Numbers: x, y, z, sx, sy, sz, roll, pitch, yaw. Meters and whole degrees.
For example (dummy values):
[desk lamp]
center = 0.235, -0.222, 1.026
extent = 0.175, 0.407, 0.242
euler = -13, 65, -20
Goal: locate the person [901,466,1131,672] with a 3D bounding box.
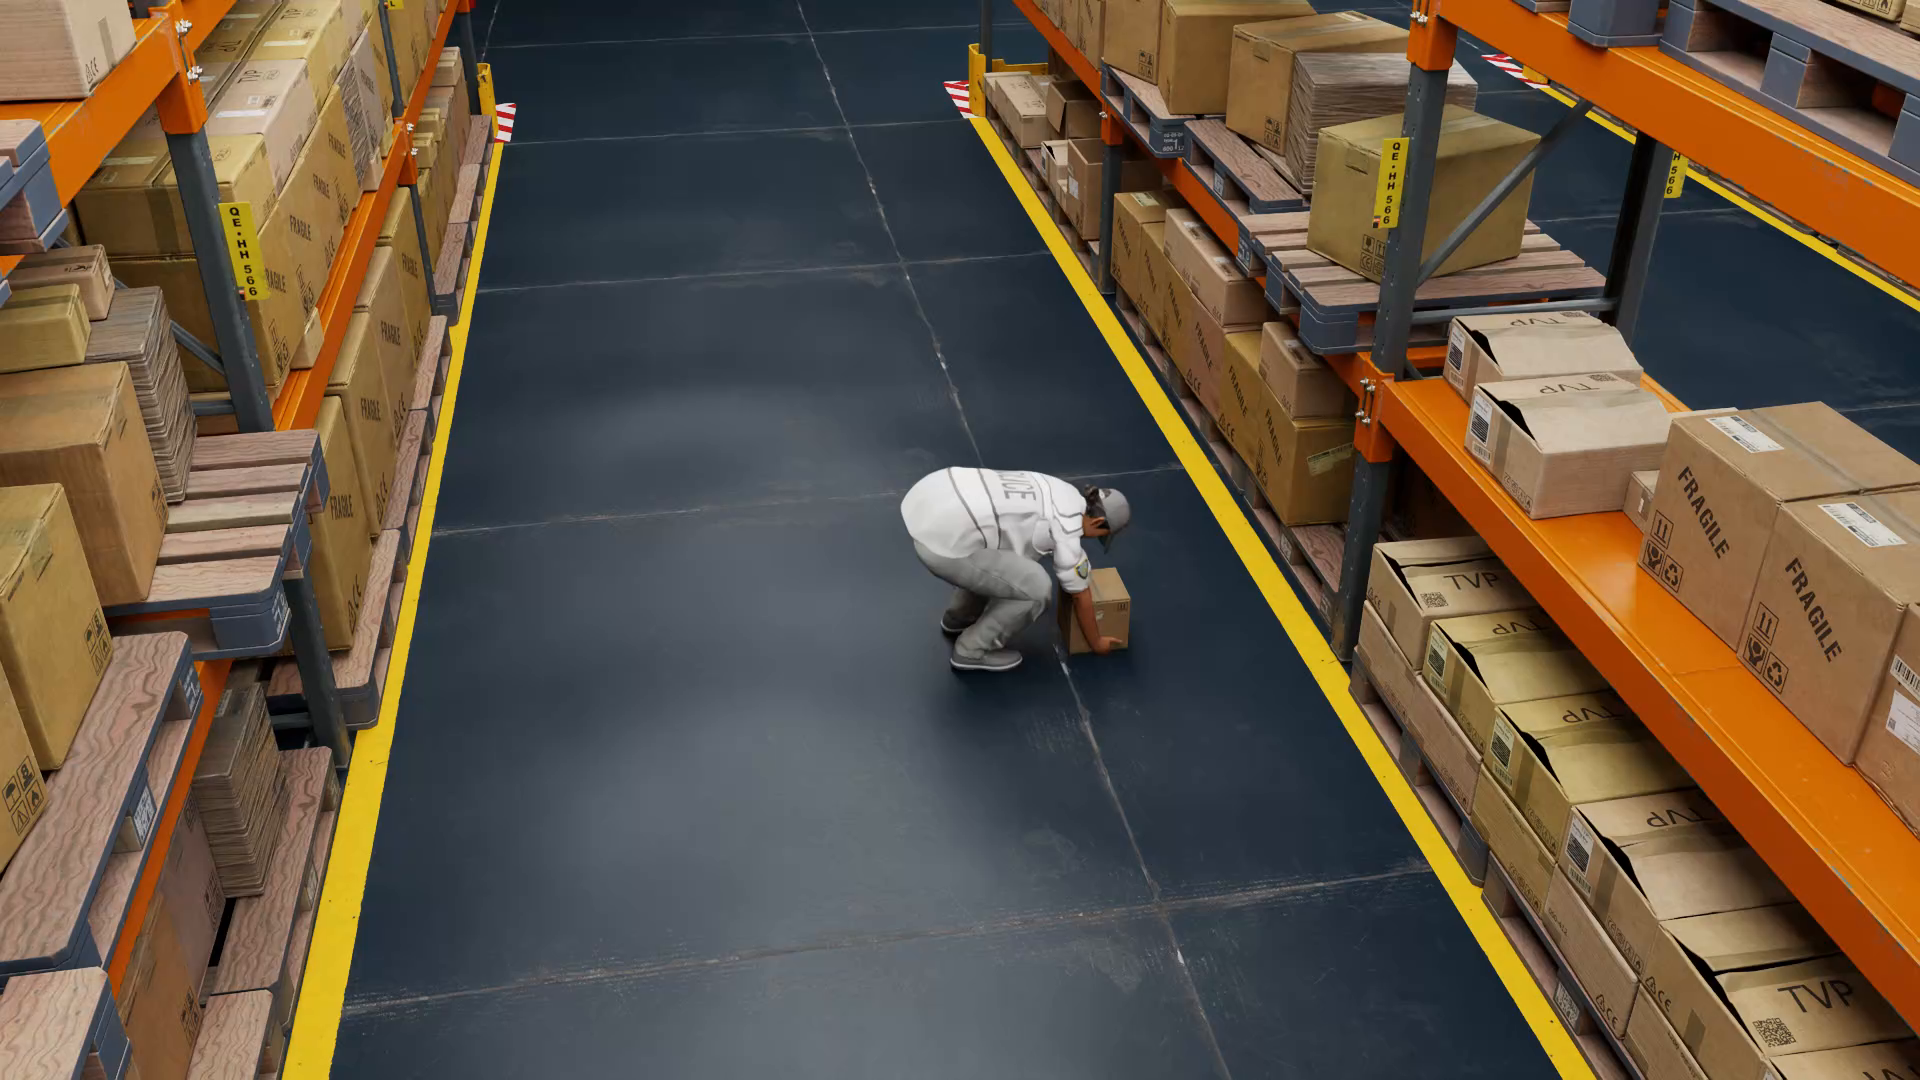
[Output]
[person]
center = 0.236, 0.082, 6.830
extent = 0.942, 0.833, 0.523
euler = -6, 31, -11
